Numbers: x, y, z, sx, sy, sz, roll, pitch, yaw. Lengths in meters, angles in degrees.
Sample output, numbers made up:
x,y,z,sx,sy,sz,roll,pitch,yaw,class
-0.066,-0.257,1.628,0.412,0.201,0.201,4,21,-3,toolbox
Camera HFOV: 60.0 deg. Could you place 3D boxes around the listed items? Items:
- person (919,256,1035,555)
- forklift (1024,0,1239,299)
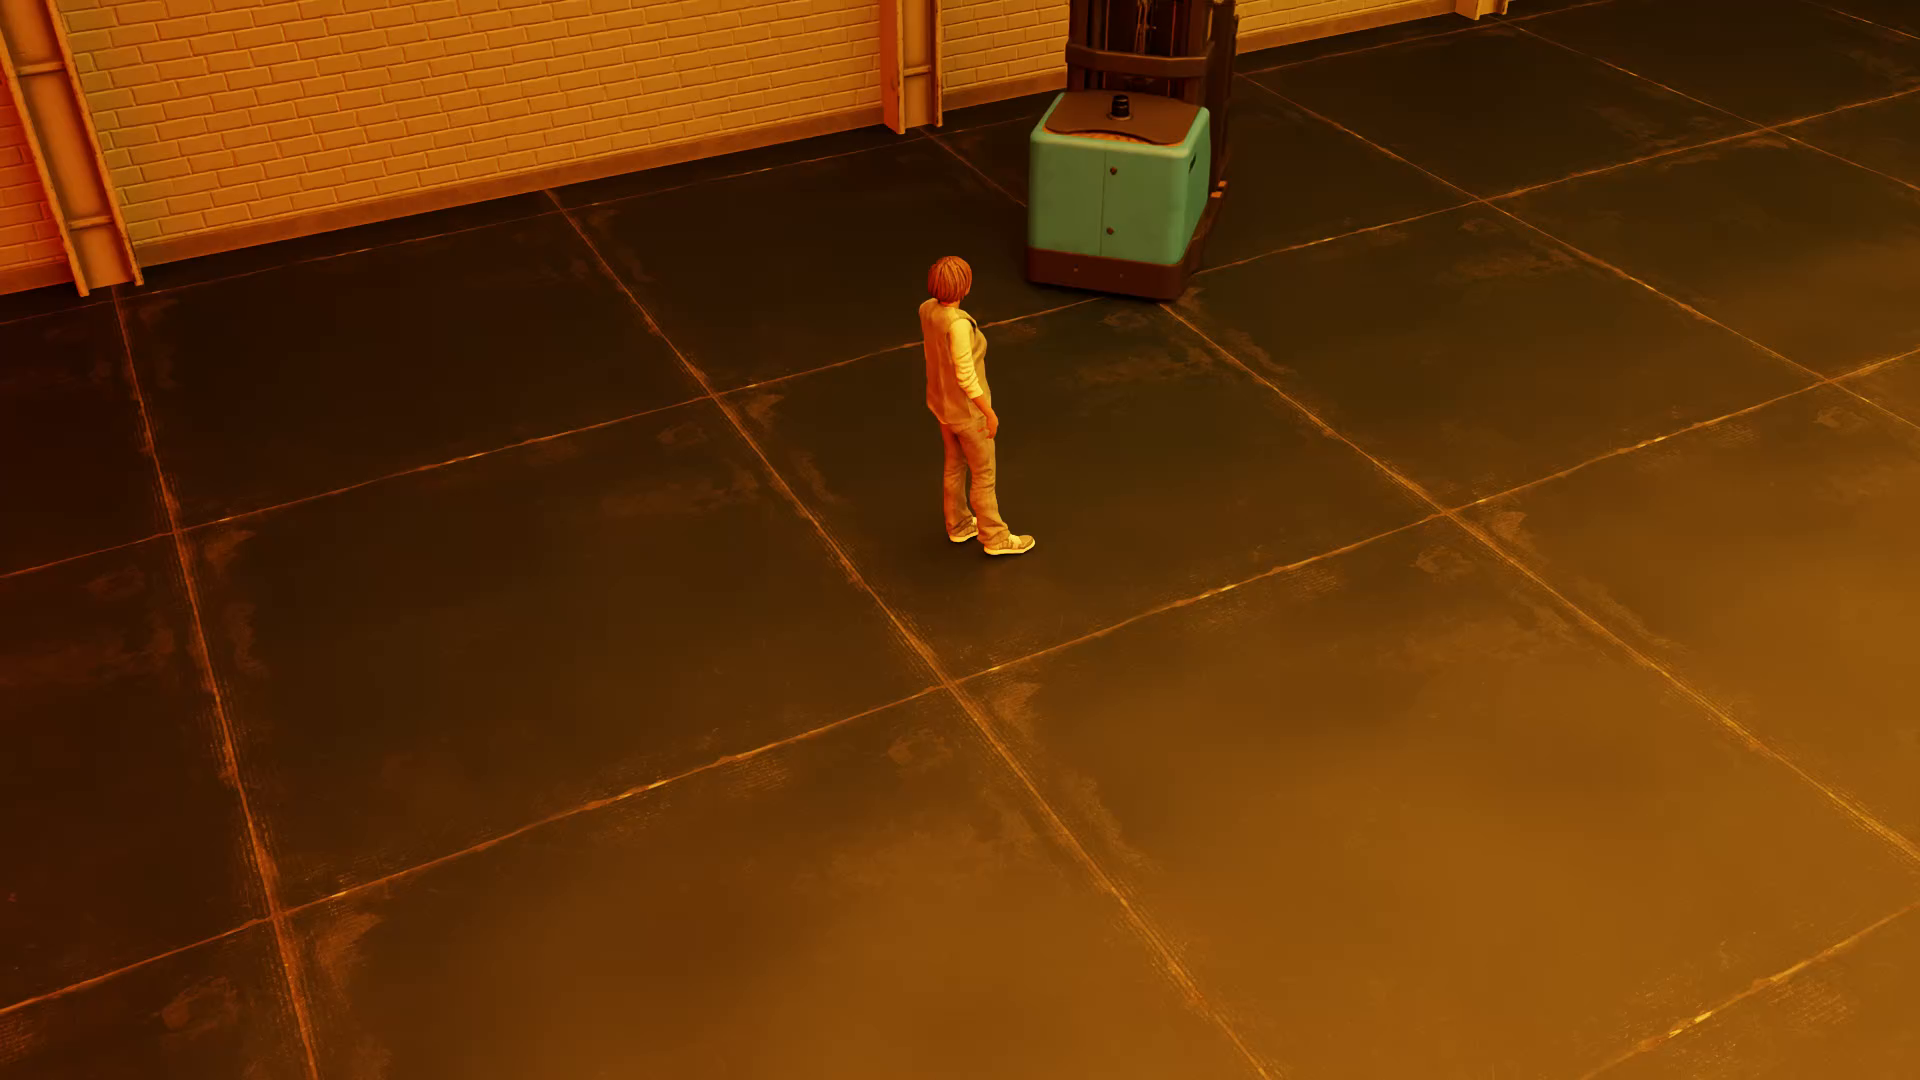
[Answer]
x,y,z,sx,sy,sz,roll,pitch,yaw,class
0.073,-0.671,8.215,0.473,1.599,0.520,-17,39,-23,person
1.338,-3.599,11.214,1.130,2.935,3.031,10,36,14,forklift
